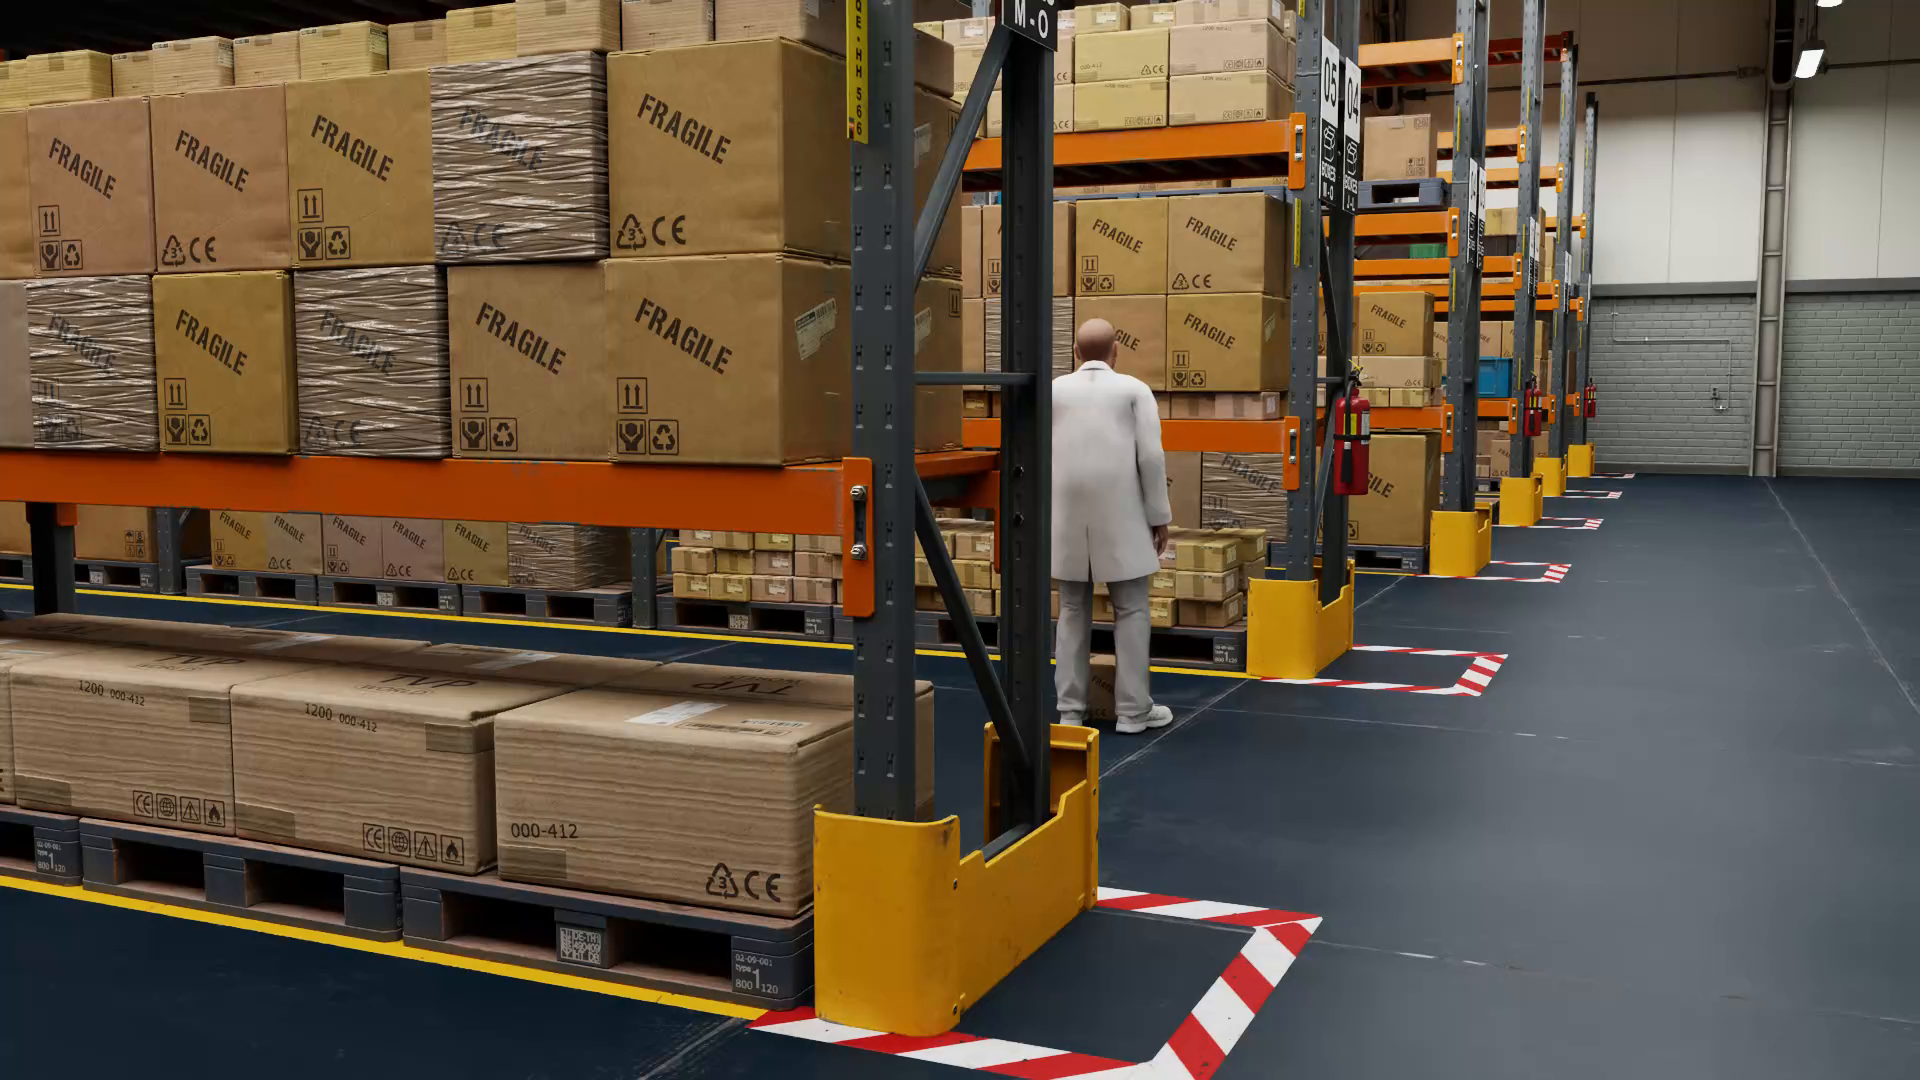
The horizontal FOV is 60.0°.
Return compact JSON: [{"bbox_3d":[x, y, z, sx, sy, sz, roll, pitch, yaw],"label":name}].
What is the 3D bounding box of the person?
[{"bbox_3d":[-2.726,-0.812,15.008,12.280,1.773,12.853,2,6,20],"label":"person"}]
